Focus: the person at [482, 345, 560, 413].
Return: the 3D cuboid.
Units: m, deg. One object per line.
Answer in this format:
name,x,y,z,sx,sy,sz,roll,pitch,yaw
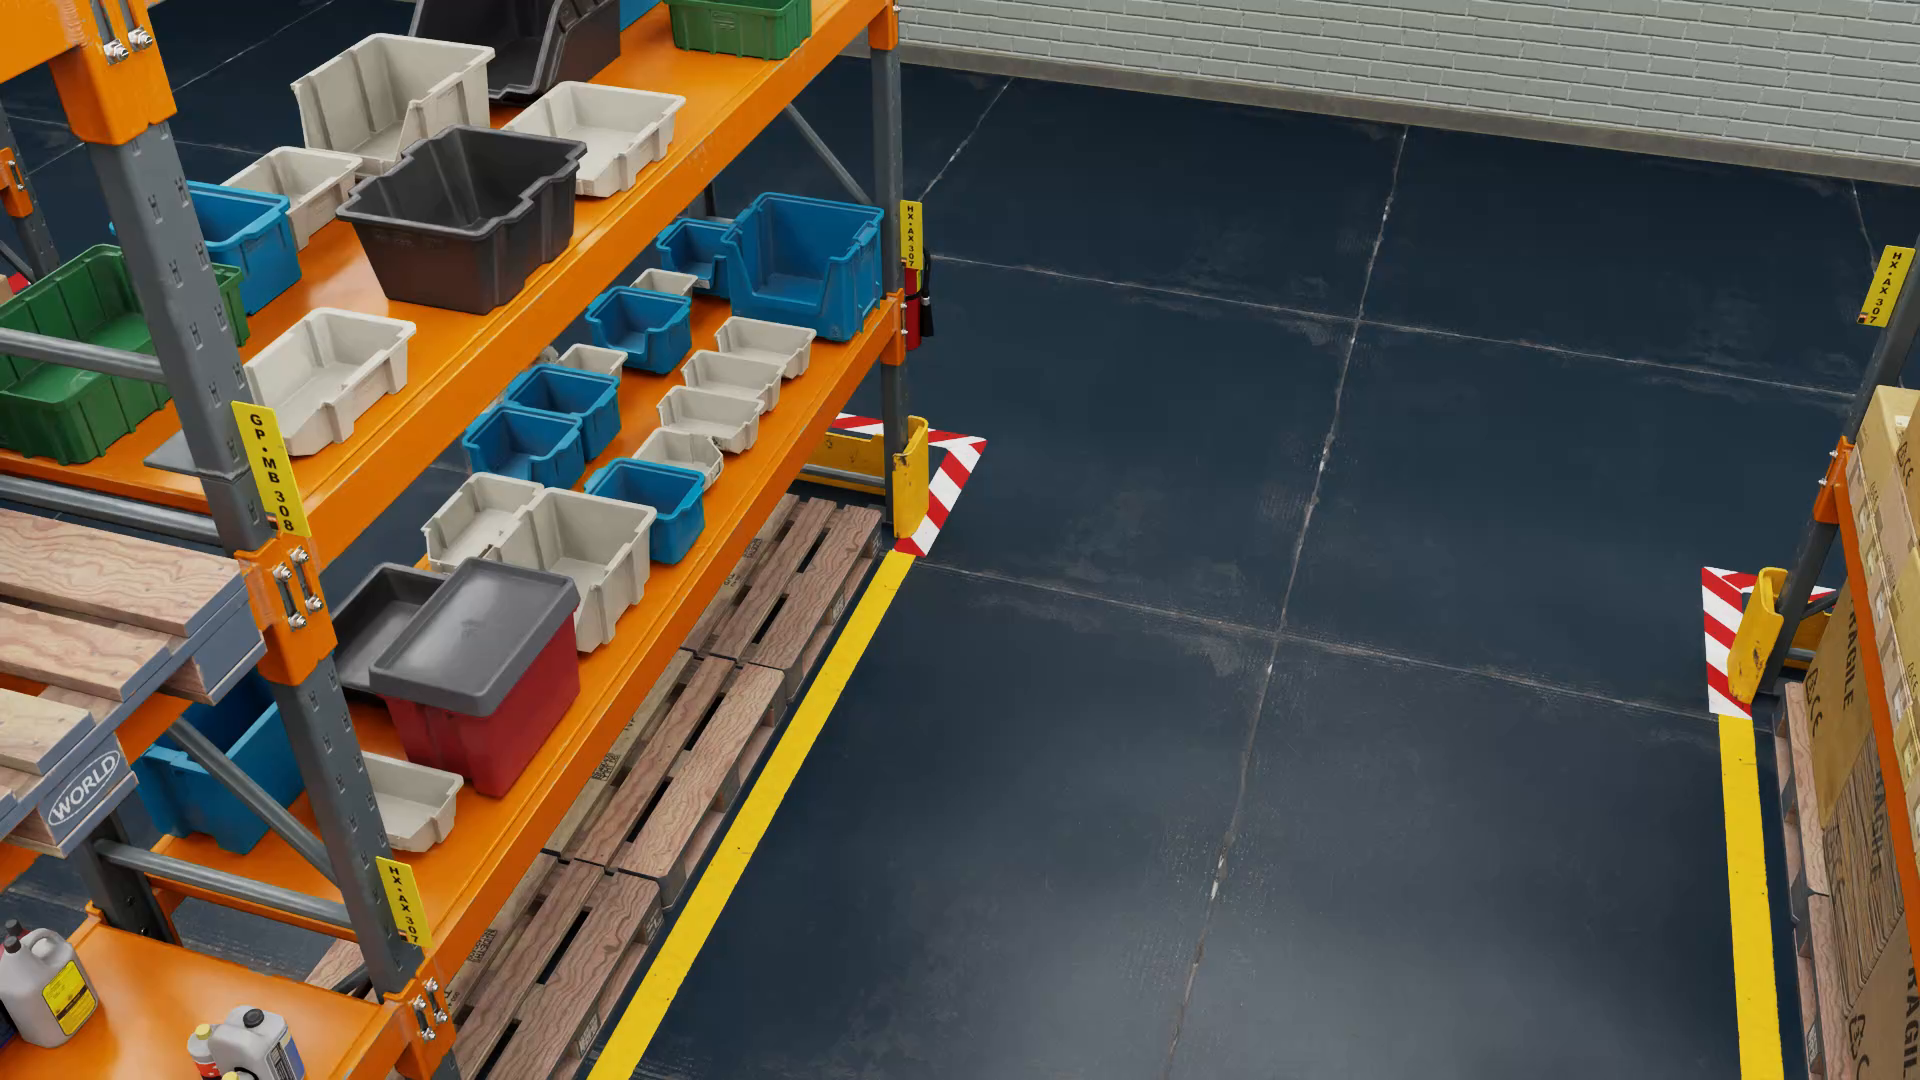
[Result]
person,-1.966,-0.380,7.380,0.526,1.563,0.802,-21,42,-25
